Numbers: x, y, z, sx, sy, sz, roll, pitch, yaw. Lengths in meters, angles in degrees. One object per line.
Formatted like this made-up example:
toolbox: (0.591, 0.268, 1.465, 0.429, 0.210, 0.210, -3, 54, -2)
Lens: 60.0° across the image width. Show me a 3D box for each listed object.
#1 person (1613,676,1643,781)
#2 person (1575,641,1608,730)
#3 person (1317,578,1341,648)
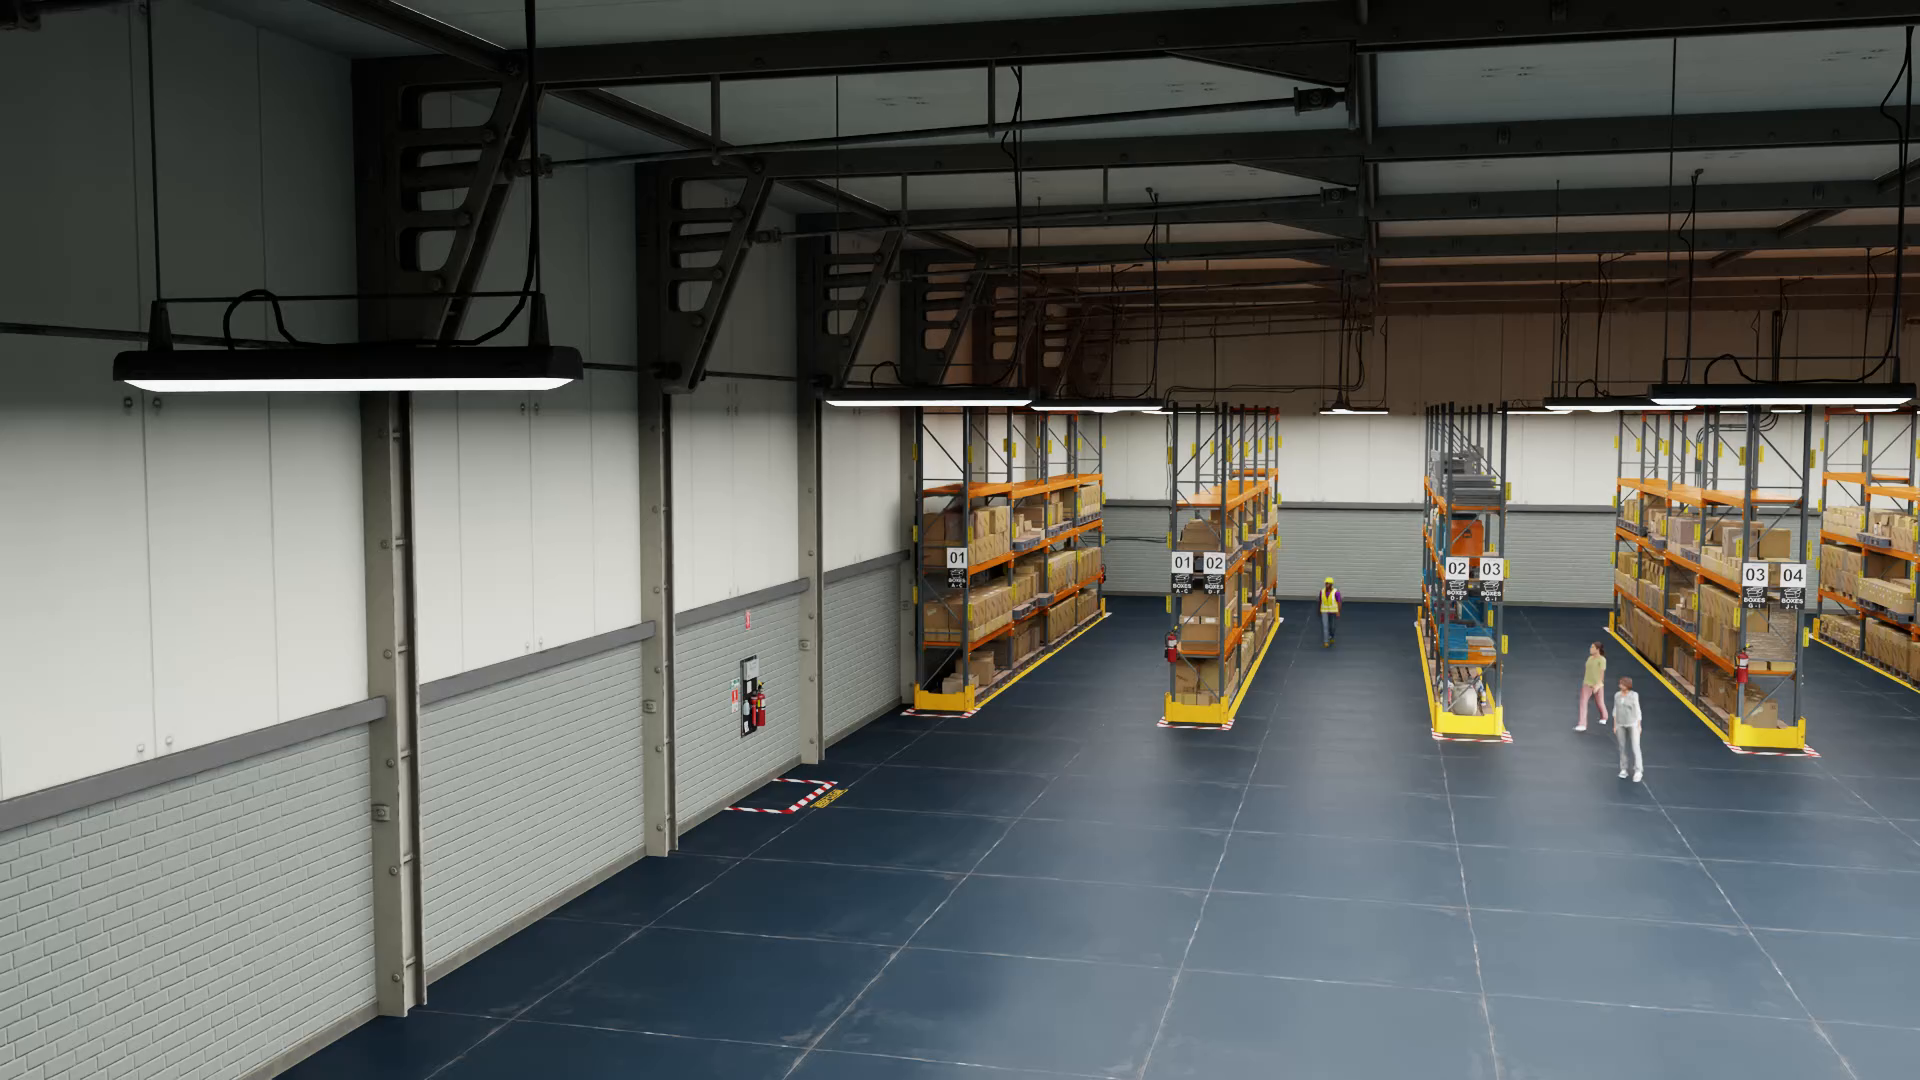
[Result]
person: (10.587, 2.975, 26.373, 0.506, 1.611, 0.388, 4, 6, 40)
person: (11.604, 2.655, 30.401, 0.426, 1.623, 1.027, 3, 5, 37)
person: (9.230, 1.803, 41.536, 0.567, 1.724, 1.080, 1, 4, 10)
